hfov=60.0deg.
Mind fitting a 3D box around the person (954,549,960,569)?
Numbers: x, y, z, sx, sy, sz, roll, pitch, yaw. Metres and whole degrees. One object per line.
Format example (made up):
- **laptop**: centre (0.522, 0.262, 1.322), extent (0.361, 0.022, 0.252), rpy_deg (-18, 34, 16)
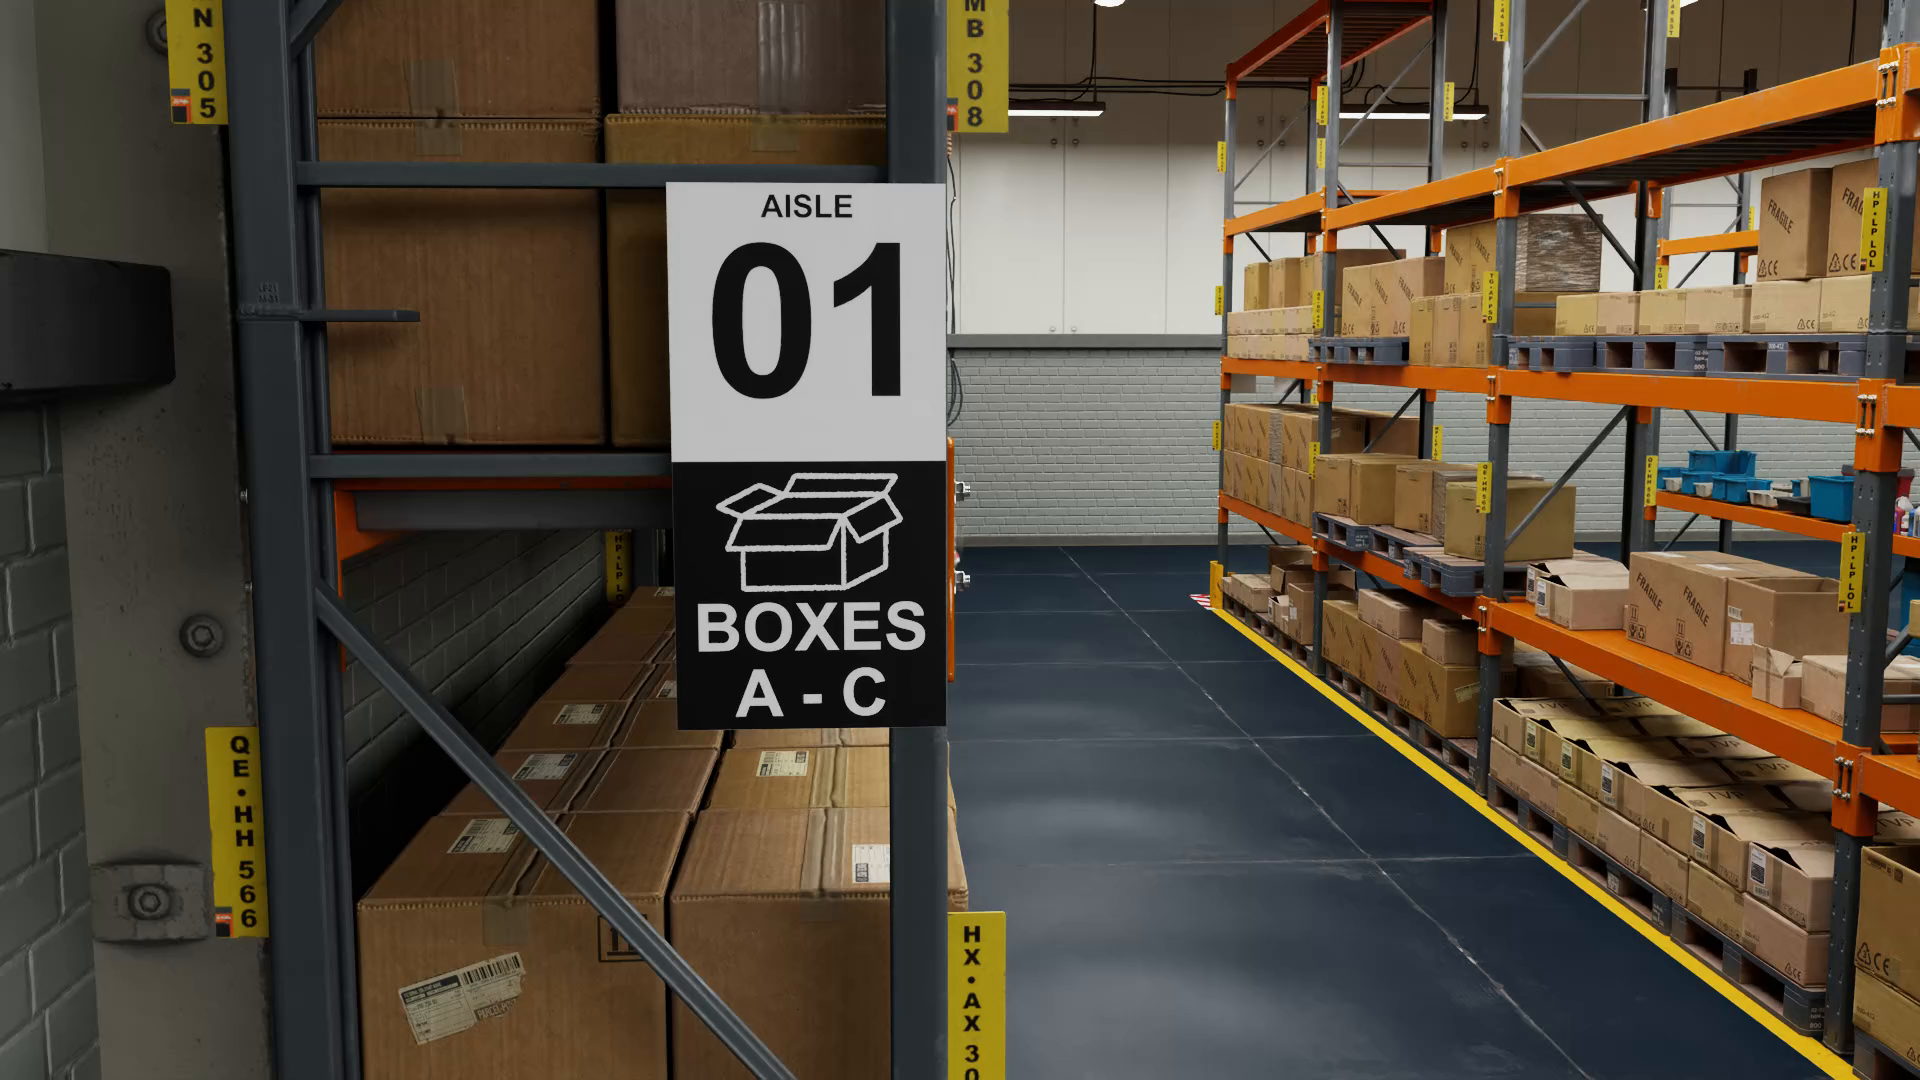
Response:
- **person**: centre (-0.462, 0.328, 19.480), extent (0.929, 0.862, 0.540), rpy_deg (4, 8, 33)
